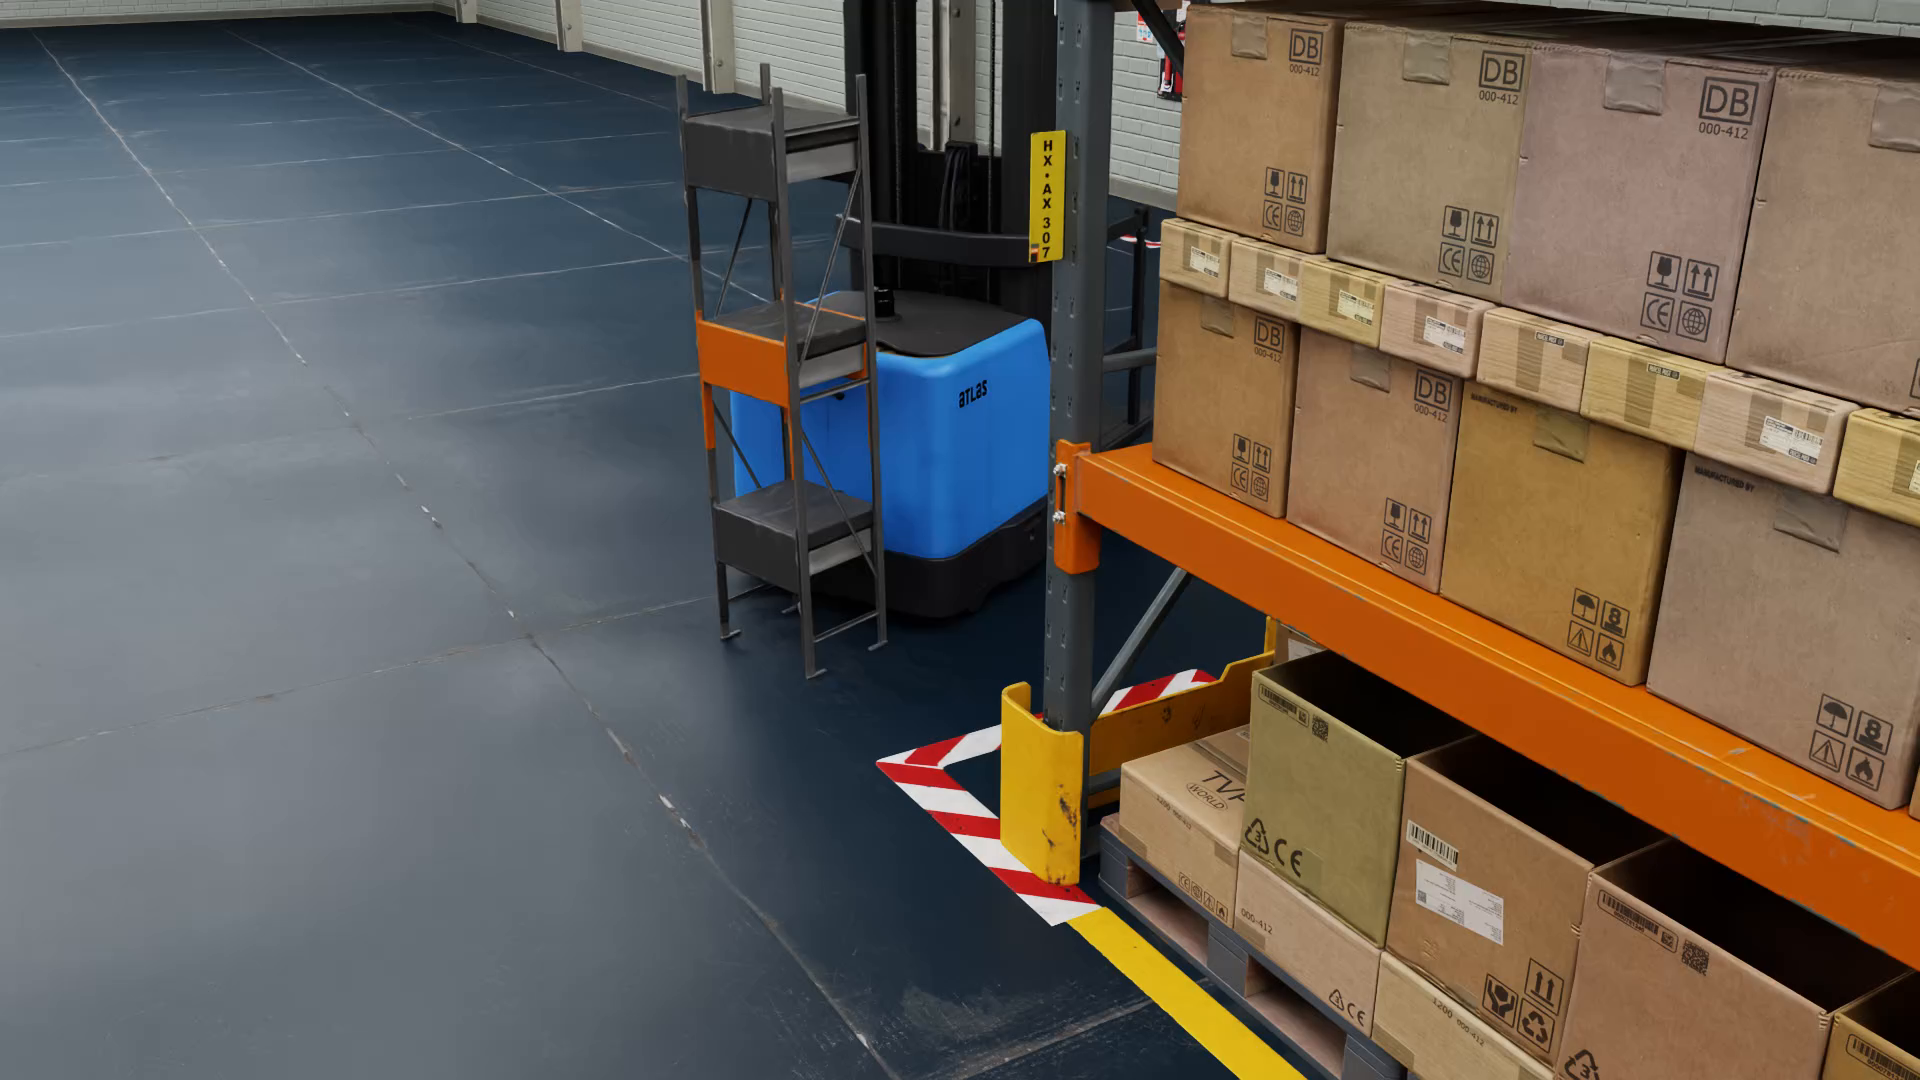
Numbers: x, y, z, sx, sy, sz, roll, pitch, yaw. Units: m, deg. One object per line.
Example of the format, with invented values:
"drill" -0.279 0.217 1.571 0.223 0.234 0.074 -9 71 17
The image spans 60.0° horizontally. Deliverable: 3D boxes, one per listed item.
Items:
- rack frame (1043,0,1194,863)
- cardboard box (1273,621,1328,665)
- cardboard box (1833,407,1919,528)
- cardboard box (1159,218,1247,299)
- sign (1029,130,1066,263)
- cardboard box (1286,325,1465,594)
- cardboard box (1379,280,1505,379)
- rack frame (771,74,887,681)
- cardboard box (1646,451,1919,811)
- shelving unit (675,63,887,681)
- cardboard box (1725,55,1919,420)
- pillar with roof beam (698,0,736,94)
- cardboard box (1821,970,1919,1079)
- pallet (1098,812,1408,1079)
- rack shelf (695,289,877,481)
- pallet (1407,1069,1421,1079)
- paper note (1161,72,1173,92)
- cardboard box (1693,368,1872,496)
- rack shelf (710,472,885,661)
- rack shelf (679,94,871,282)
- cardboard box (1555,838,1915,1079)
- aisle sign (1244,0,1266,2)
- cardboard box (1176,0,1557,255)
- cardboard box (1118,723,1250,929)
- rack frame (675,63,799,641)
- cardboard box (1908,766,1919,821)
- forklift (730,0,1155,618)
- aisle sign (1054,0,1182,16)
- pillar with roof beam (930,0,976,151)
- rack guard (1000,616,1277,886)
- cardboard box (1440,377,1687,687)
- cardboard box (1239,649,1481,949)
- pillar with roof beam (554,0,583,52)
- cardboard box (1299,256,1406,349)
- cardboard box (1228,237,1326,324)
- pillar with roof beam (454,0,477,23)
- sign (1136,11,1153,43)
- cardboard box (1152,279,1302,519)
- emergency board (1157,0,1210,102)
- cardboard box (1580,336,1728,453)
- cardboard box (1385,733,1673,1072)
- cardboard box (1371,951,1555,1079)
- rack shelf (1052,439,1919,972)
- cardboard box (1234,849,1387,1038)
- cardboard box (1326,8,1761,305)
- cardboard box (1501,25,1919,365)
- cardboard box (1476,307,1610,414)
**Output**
"rack frame" 0.701 -0.534 4.641 1.000 3.000 0.127 -13 25 -28
"cardboard box" 1.231 0.315 4.652 0.500 0.500 0.500 -13 25 -28
"cardboard box" 1.635 -0.129 2.651 0.380 0.149 0.250 -12 25 -27
"cardboard box" 0.716 -0.712 4.085 0.380 0.149 0.250 -13 25 -29
"sign" 0.221 -0.867 4.205 0.100 0.325 0.005 -13 25 -28
"cardboard box" 1.201 -0.257 3.828 0.700 0.500 0.500 -12 25 -27
"cardboard box" 1.107 -0.464 3.475 0.380 0.149 0.250 -13 26 -29
"rack frame" -0.436 -0.515 5.775 0.015 2.100 0.400 20 31 39
"cardboard box" 1.721 0.074 3.012 0.700 0.500 0.500 -12 25 -27
"shelving unit" -0.613 -0.578 5.930 0.503 2.100 0.431 20 31 39
"cardboard box" 1.743 -0.516 2.741 0.700 0.500 0.500 -13 25 -28
"pillar with roof beam" -6.837 -9.205 18.008 9.100 9.000 0.400 -13 25 -28
"cardboard box" 1.815 1.060 2.819 0.500 0.500 0.500 -13 25 -28
"pallet" 1.127 0.998 4.577 1.003 0.211 1.213 -13 25 -28
"rack shelf" -0.613 -0.565 5.935 0.480 0.518 0.431 20 31 39
"pallet" 1.747 1.392 3.606 1.003 0.211 1.213 -13 25 -28
"paper note" 1.733 -3.840 13.944 0.016 0.148 0.142 -13 25 -28
"cardboard box" 1.501 -0.214 2.861 0.380 0.149 0.250 -12 25 -28
"rack shelf" -0.601 0.079 6.210 0.480 0.518 0.431 20 31 39
"rack shelf" -0.624 -1.209 5.660 0.480 0.518 0.431 20 31 39
"cardboard box" 1.547 0.901 3.210 0.500 0.500 0.500 -13 25 -28
"aisle sign" 0.920 -1.816 4.343 0.394 0.787 0.004 -13 25 -28
"cardboard box" 0.955 -1.010 3.958 0.700 0.500 0.500 -13 25 -28
"cardboard box" 0.783 0.762 4.547 0.500 0.250 0.500 -13 25 -28
"rack frame" -0.790 -0.641 6.085 0.015 2.100 0.400 20 31 39
"cardboard box" 1.984 0.240 2.605 0.700 0.500 0.500 -12 25 -27
"forklift" 0.240 -1.570 7.280 1.130 2.935 3.031 12 25 27
"aisle sign" 0.404 -1.700 4.059 0.394 0.787 0.004 -13 25 -28
"pillar with roof beam" -3.772 -7.263 13.230 9.100 9.000 0.400 -13 25 -28
"rack guard" 0.689 0.617 5.131 1.175 0.500 0.348 -13 25 -28
"cardboard box" 1.449 -0.095 3.430 0.700 0.500 0.500 -12 25 -28
"cardboard box" 1.041 0.576 4.009 0.500 0.500 0.500 -13 25 -28
"pillar with roof beam" -9.902 -11.148 22.787 9.100 9.000 0.400 -13 25 -28
"cardboard box" 0.980 -0.546 3.677 0.380 0.149 0.250 -12 25 -28
"cardboard box" 0.853 -0.627 3.876 0.380 0.149 0.250 -13 26 -30
"pillar with roof beam" -12.967 -13.090 27.565 9.100 9.000 0.400 -13 25 -28
"sign" 1.571 -4.392 14.087 0.001 0.329 0.234 -13 25 -28
"cardboard box" 0.928 -0.426 4.244 0.700 0.500 0.500 -13 25 -28
"emergency board" 1.764 -4.177 13.604 0.194 1.169 0.643 -13 25 -28
"cardboard box" 1.376 -0.296 3.061 0.380 0.149 0.250 -13 25 -29
"cardboard box" 1.307 0.735 3.616 0.500 0.500 0.500 -13 25 -28
"cardboard box" 1.297 1.085 3.752 0.500 0.250 0.500 -13 25 -28
"rack shelf" 1.722 0.447 3.183 1.077 0.370 4.000 -13 25 -28
"cardboard box" 1.042 0.923 4.151 0.500 0.250 0.500 -13 25 -28
"cardboard box" 1.229 -0.841 3.541 0.700 0.500 0.500 -13 26 -30
"cardboard box" 1.487 -0.678 3.140 0.700 0.500 0.500 -12 25 -28
"cardboard box" 1.245 -0.378 3.264 0.380 0.149 0.250 -14 26 -30
